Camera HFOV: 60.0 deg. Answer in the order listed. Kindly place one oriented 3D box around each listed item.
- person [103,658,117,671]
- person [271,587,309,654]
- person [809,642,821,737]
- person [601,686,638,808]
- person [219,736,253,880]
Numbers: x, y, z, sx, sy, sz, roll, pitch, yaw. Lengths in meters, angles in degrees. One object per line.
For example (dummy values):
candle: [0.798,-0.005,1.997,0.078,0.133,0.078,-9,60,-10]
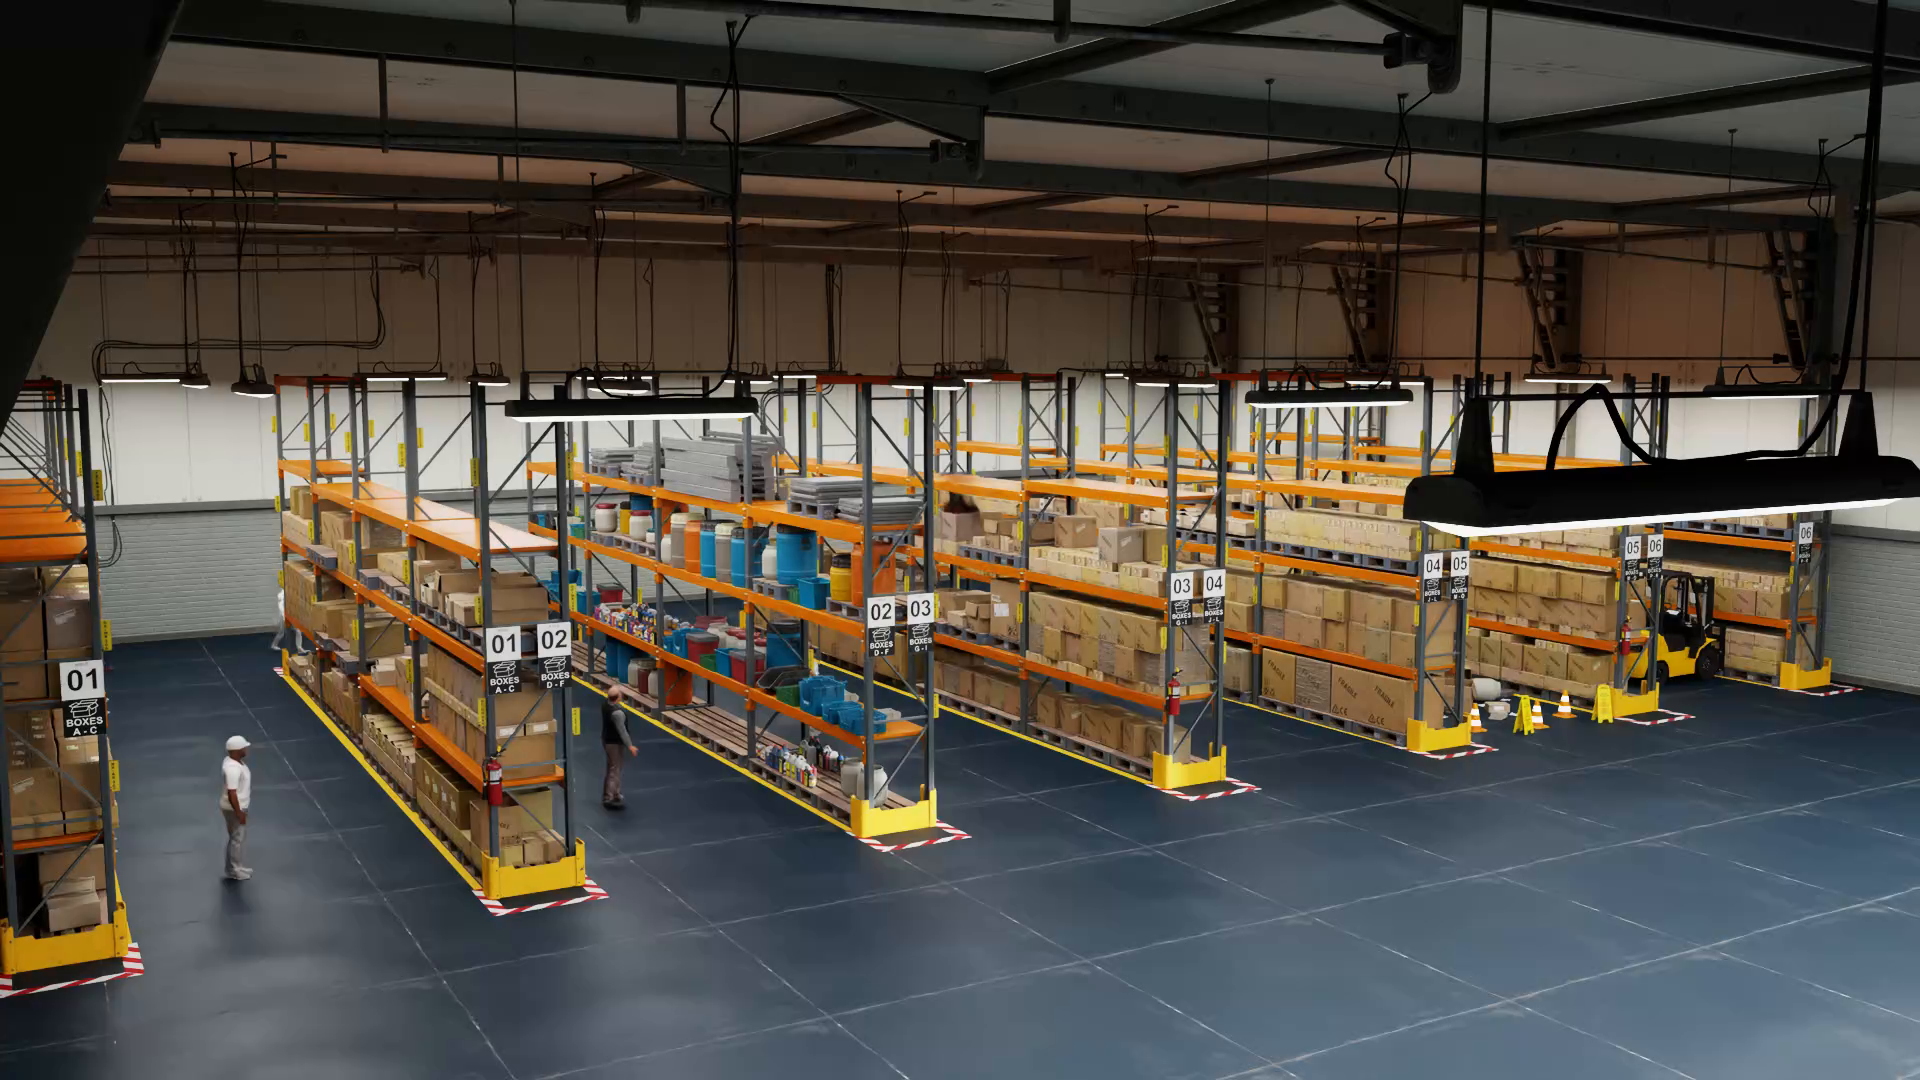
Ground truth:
person: [-17.358,1.885,33.202,0.942,1.574,0.560,-5,8,-40]
person: [-14.398,1.612,35.634,0.939,1.633,0.519,4,7,29]
person: [-2.502,2.468,27.842,0.598,1.671,0.569,-1,6,-5]
person: [-4.876,2.925,23.621,0.509,1.757,0.684,-2,7,-21]
person: [-8.803,3.245,20.223,0.392,1.766,0.612,-1,6,-9]
